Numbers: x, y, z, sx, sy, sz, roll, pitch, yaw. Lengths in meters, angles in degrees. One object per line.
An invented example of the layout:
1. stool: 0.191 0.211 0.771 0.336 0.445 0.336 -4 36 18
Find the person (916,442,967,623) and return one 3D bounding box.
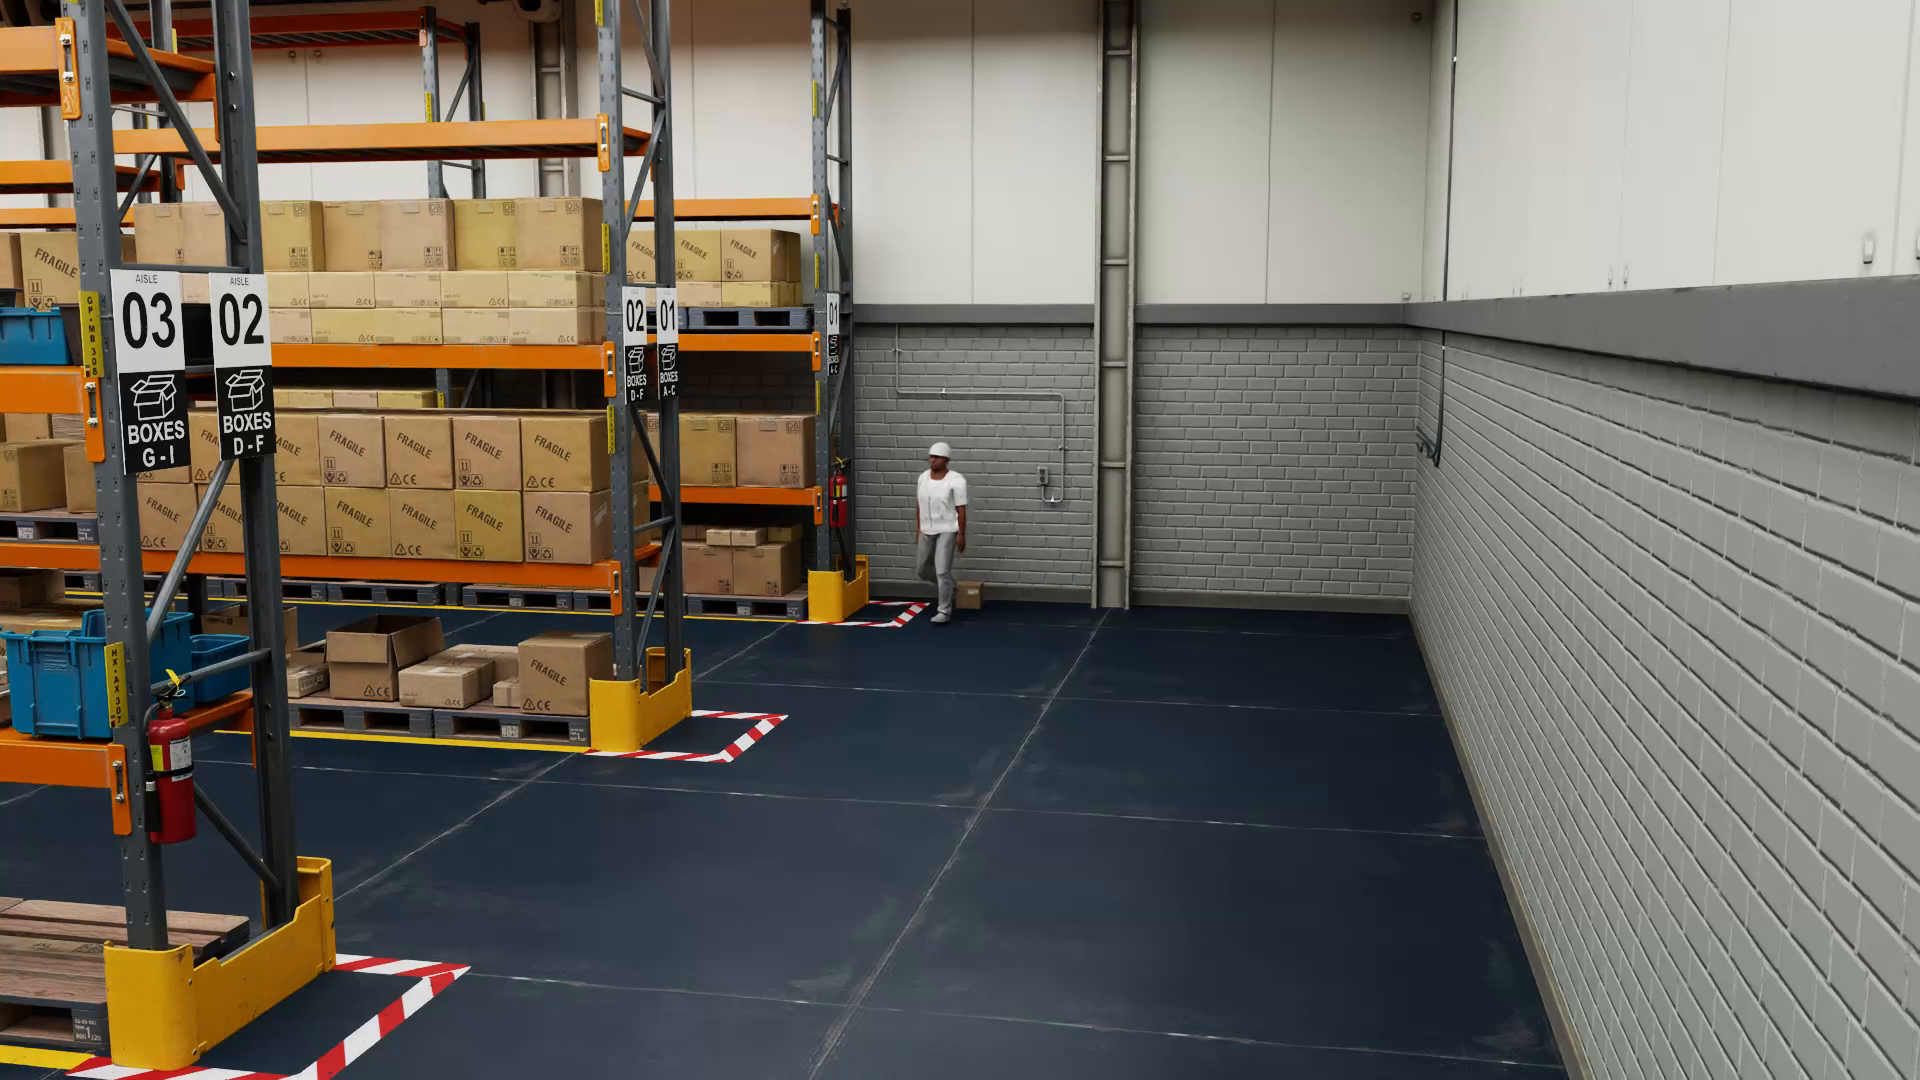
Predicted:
1. person: -0.151 -0.091 16.283 0.582 1.756 0.680 6 10 35
